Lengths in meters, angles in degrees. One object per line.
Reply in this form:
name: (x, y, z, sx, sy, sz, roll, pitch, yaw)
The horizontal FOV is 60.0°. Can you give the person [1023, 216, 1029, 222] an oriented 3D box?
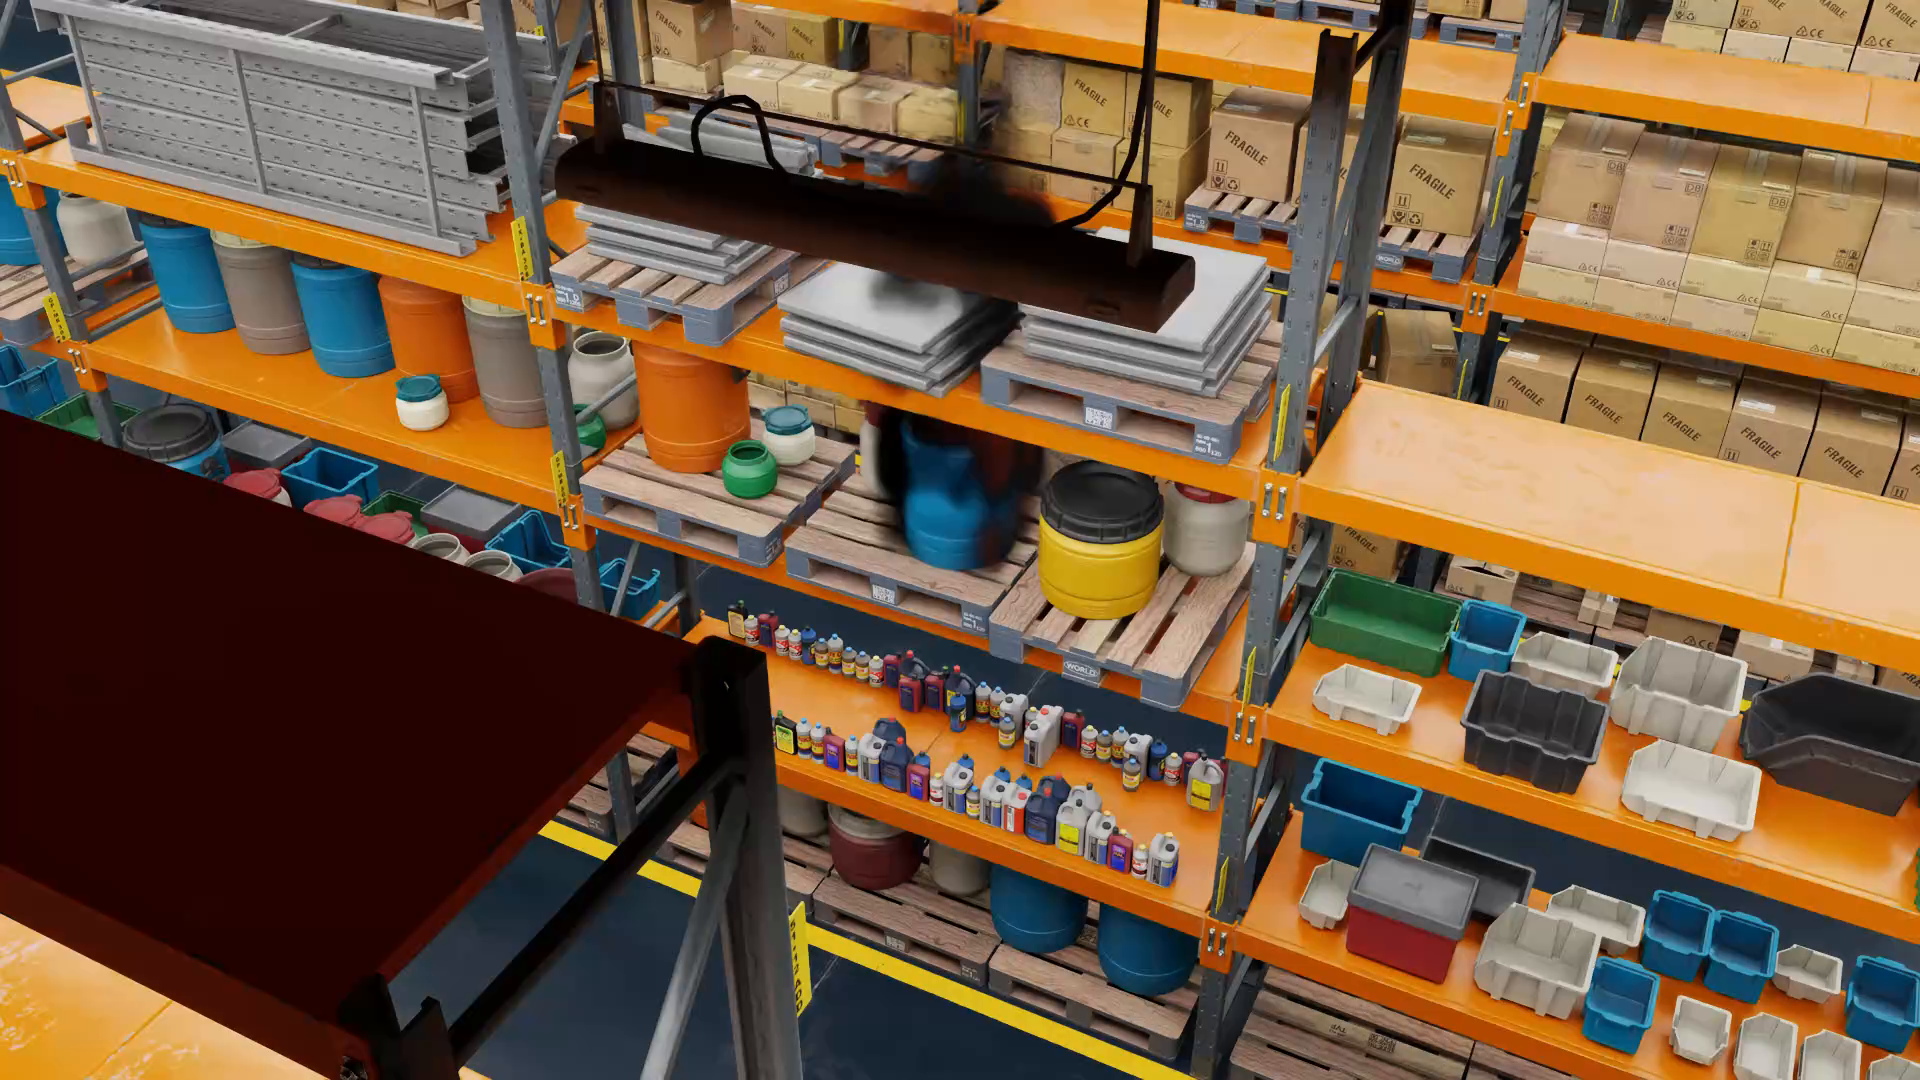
person: (0.694, -2.293, 15.759, 0.789, 1.673, 0.587, 13, 37, 17)
